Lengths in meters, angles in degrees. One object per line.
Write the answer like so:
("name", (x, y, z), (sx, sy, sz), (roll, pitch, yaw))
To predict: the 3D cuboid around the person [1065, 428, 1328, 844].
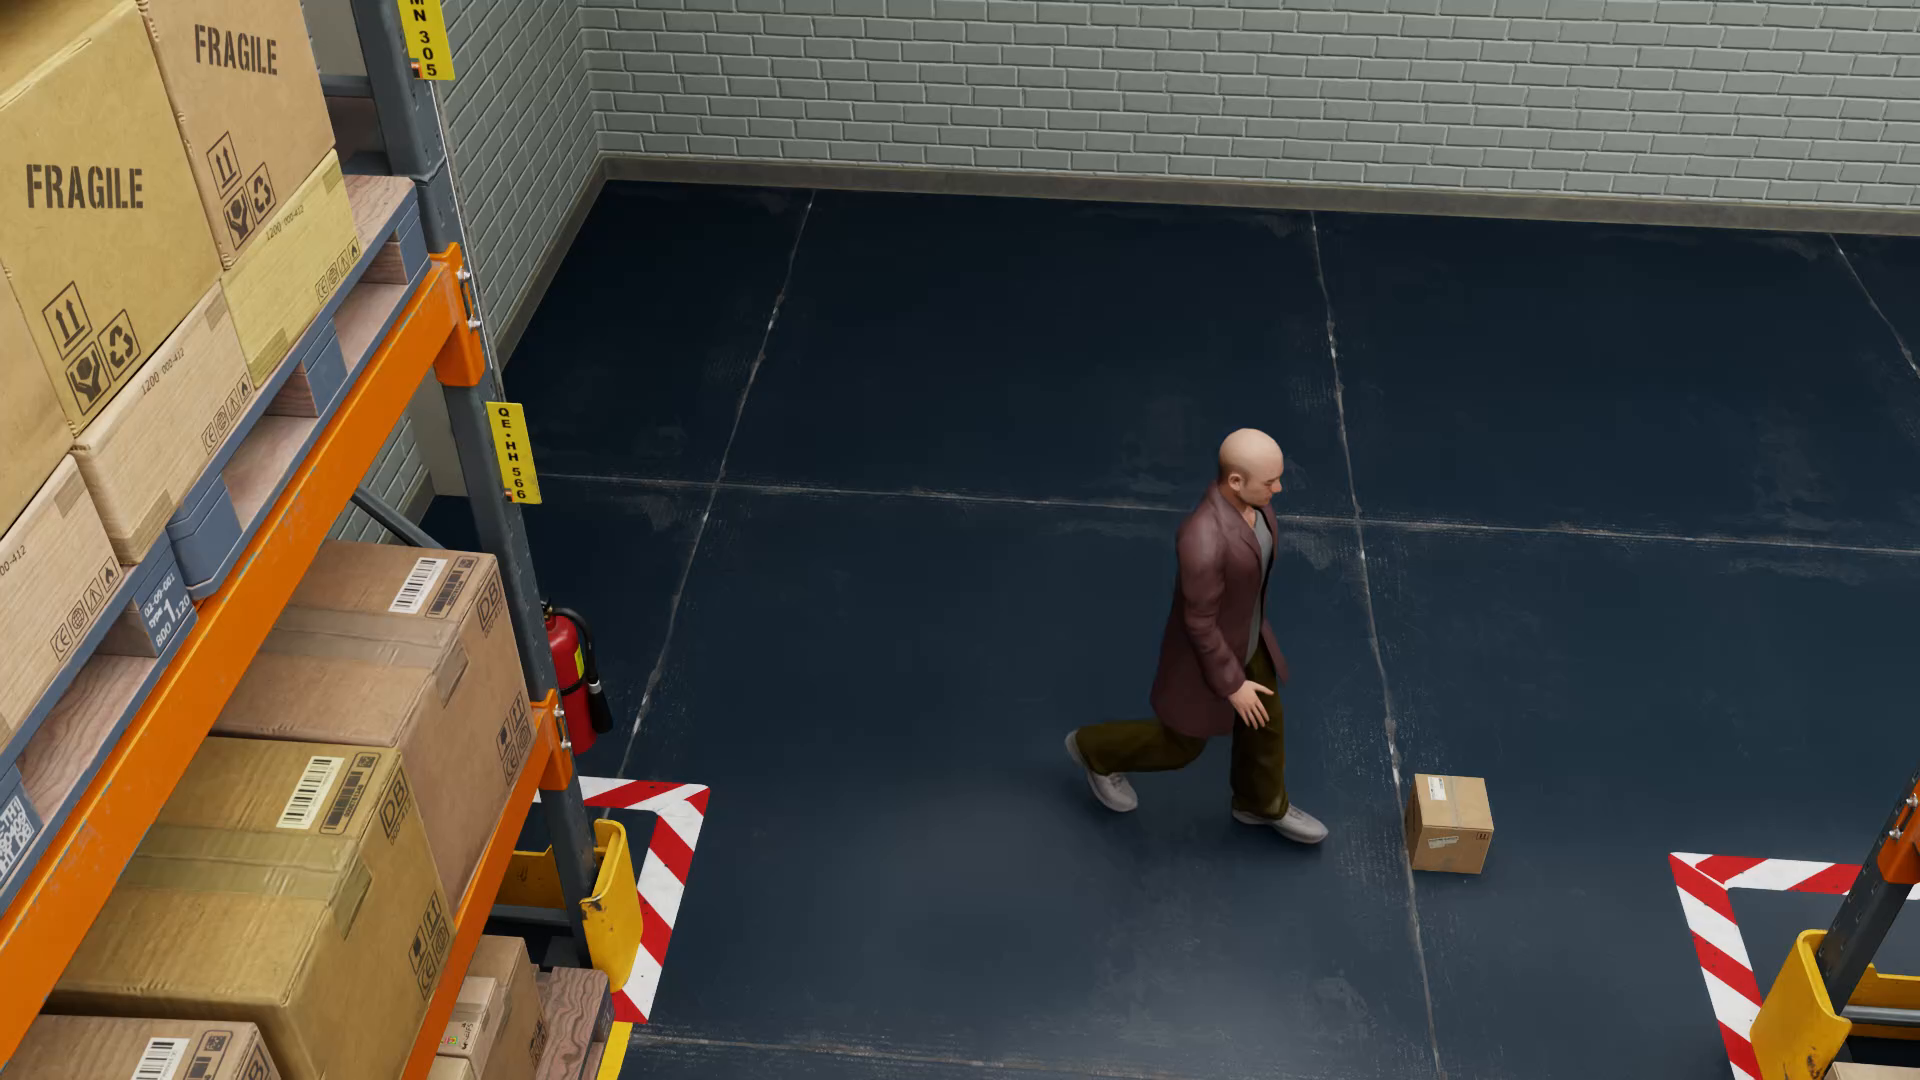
("person", (0.871, 0.354, 5.730), (0.992, 1.752, 0.579), (22, 44, 24))
